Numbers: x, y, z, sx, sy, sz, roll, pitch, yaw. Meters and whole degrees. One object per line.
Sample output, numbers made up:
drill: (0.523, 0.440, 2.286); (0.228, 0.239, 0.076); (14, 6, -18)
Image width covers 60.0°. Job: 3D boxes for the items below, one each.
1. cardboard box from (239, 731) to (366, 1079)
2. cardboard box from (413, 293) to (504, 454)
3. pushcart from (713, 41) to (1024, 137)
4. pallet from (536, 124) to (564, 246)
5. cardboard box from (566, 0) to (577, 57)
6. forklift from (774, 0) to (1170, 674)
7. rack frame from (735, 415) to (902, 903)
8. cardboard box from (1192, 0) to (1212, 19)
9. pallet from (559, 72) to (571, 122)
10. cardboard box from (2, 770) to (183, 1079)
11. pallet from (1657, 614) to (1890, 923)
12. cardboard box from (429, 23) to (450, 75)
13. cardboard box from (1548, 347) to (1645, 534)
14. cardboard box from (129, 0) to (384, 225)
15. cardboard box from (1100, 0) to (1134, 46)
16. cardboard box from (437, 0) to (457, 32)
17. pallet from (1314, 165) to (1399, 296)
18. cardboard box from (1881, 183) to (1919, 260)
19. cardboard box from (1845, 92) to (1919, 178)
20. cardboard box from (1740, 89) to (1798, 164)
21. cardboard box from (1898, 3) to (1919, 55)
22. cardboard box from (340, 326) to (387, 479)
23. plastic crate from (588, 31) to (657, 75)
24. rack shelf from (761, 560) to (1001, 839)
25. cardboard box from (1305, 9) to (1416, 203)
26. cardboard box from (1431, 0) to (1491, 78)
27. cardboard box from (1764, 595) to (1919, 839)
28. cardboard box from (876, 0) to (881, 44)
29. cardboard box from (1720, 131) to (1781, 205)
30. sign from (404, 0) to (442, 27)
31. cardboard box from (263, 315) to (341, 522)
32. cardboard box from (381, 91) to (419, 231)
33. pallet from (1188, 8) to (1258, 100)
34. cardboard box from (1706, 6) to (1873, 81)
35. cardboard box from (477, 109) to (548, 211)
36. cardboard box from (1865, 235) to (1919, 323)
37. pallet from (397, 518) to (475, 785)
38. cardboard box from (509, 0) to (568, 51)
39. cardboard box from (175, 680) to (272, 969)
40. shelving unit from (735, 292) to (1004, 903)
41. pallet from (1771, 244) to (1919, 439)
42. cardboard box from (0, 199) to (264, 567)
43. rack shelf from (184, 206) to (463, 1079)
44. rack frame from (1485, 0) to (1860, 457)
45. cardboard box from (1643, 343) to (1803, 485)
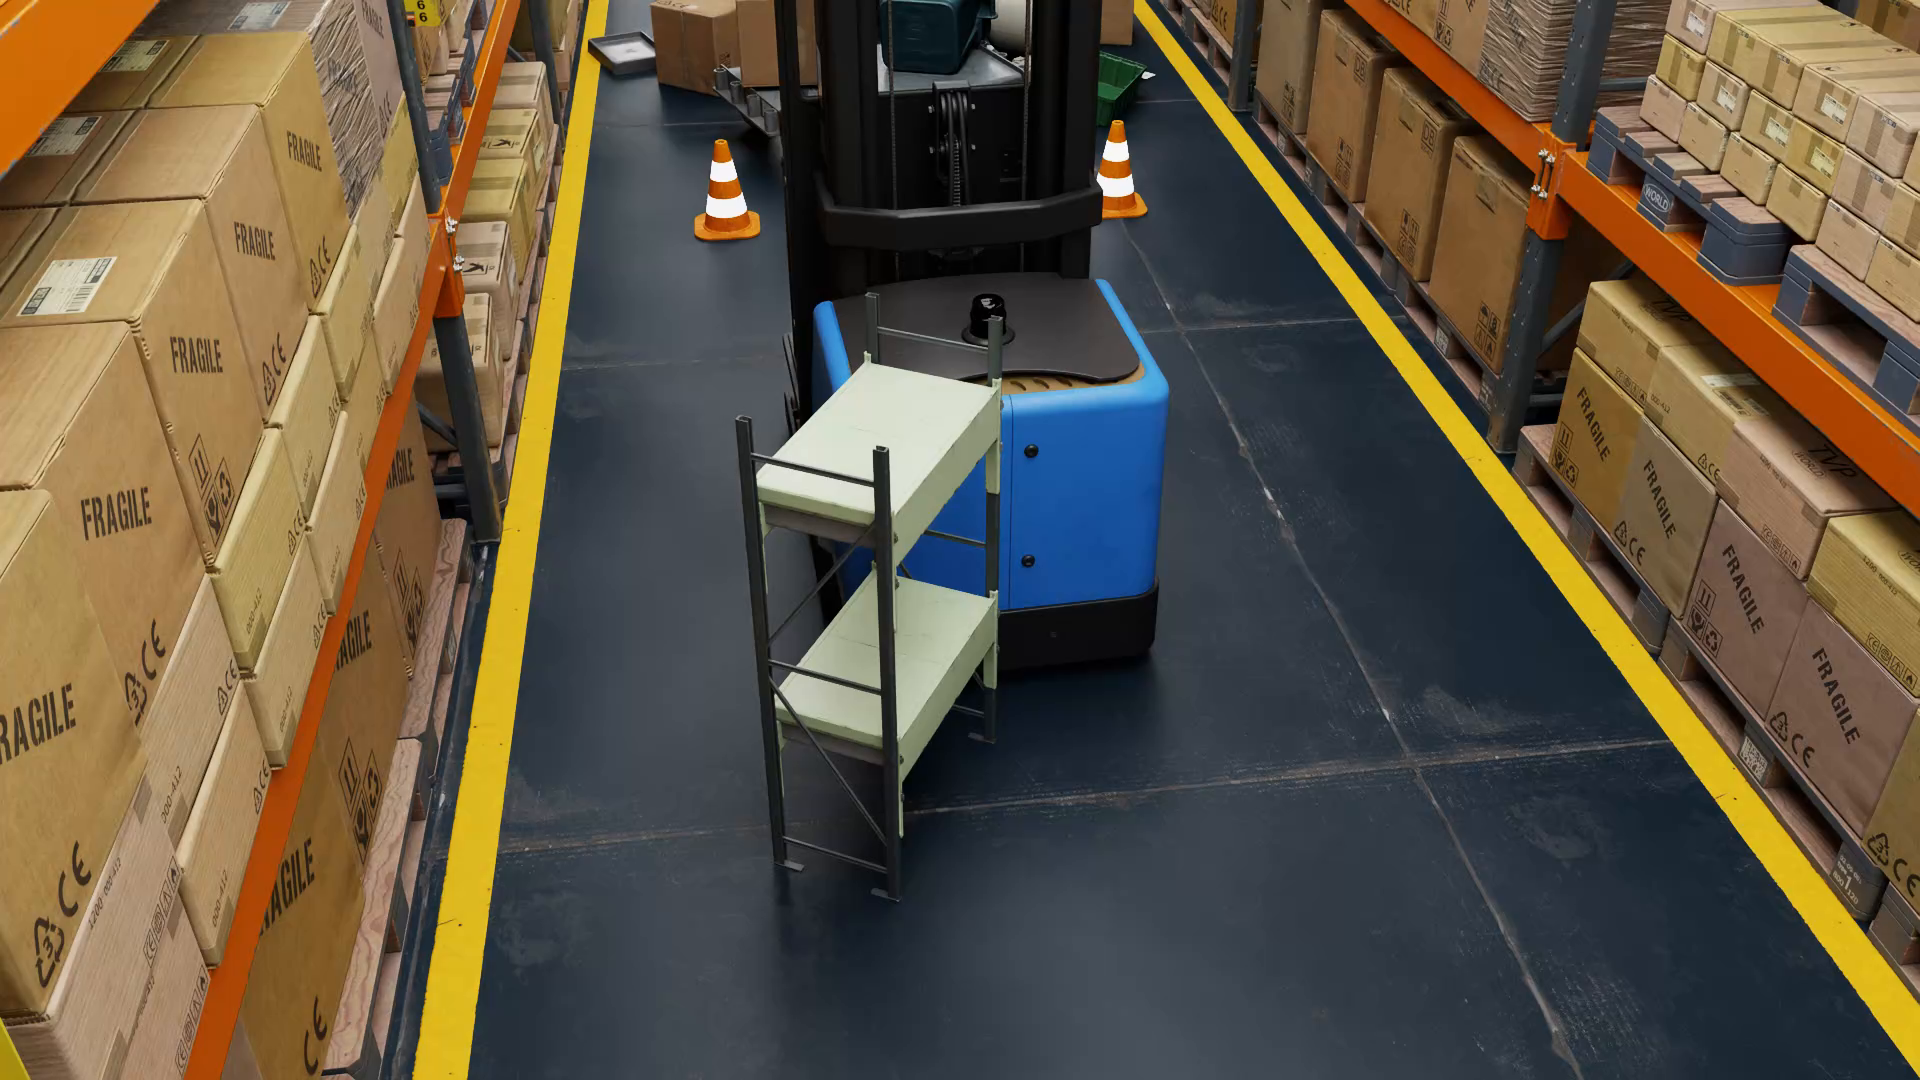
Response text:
cardboard box: (-1.978, 0.873, 3.819); (0.875, 0.875, 0.875); (-3, 34, -5)
cardboard box: (-2.290, -0.624, 6.462); (0.950, 0.372, 0.625); (-7, 35, -10)
pushcart: (-0.510, -2.569, 9.685); (1.648, 0.377, 0.936); (-16, 38, -23)
pallet: (-2.656, -1.866, 8.800); (1.003, 0.211, 1.213); (-4, 35, -6)
cardboard box: (-2.657, -3.136, 10.257); (0.500, 0.250, 0.500); (-3, 34, -4)
forklift: (-0.114, -1.560, 5.937); (1.130, 2.935, 3.031); (-6, 35, -9)
rack frame: (-0.354, 0.366, 4.382); (0.400, 1.500, 0.023); (13, 36, 19)
cardboard box: (1.989, -4.038, 11.026); (0.875, 0.875, 0.875); (-4, 34, -6)
pallet: (-2.887, -2.672, 9.984); (1.003, 0.211, 1.213); (-4, 35, -6)
cardboard box: (-1.466, 0.600, 2.395); (0.500, 0.250, 0.500); (-5, 35, -8)
pallet: (2.932, 0.616, 5.158); (1.003, 0.211, 1.213); (-4, 35, -6)
cardboard box: (-2.079, -1.802, 6.081); (0.380, 0.149, 0.250); (-7, 35, -9)
cardboard box: (2.510, -0.378, 5.988); (0.500, 0.500, 0.500); (-6, 35, -8)
cardboard box: (-1.818, -1.120, 4.254); (0.500, 0.500, 0.500); (-4, 34, -6)
cardboard box: (0.904, -3.640, 11.146); (0.500, 0.500, 0.500); (1, 34, 2)
cardboard box: (-2.132, -2.117, 5.967); (0.500, 0.500, 0.500); (-3, 34, -4)
pallet: (2.475, -1.624, 8.446); (1.003, 0.211, 1.213); (-4, 35, -6)
cardboard box: (2.708, -0.841, 4.406); (0.380, 0.149, 0.250); (-5, 35, -7)
cardboard box: (2.678, -1.109, 4.535); (0.380, 0.149, 0.250); (-3, 34, -4)
cardboard box: (2.611, -1.259, 5.020); (0.380, 0.149, 0.250); (-5, 35, -8)
cardboard box: (3.219, -1.588, 5.238); (0.380, 0.149, 0.250); (-5, 35, -7)
cardboard box: (-1.763, -0.330, 4.203); (0.500, 0.250, 0.500); (-5, 35, -7)
plastic crate: (-2.161, -3.184, 10.851); (0.402, 0.080, 0.583); (-16, 38, -23)
rack shelf: (-0.214, 0.445, 4.845); (0.431, 0.370, 0.720); (13, 36, 19)
cardboard box: (2.428, -2.249, 8.512); (1.050, 0.750, 0.750); (-4, 35, -6)
cardboard box: (2.275, -2.202, 6.729); (0.500, 0.500, 0.500); (-4, 35, -6)
cardboard box: (2.723, 0.473, 4.739); (0.500, 0.500, 0.500); (-5, 35, -7)
cardboard box: (-0.421, -3.399, 10.671); (0.797, 0.637, 0.503); (-4, 35, -6)
cardboard box: (2.600, -1.156, 5.133); (0.380, 0.149, 0.250); (-3, 34, -4)
sign: (-1.675, -1.743, 5.115); (0.100, 0.325, 0.005); (-4, 35, -6)
cardboard box: (-1.675, -0.254, 3.648); (0.500, 0.250, 0.500); (-5, 35, -8)
cardboard box: (-1.907, -1.114, 4.910); (0.500, 0.250, 0.500); (-4, 35, -7)
pallet: (2.105, -3.162, 10.702); (1.003, 0.211, 1.213); (-4, 35, -6)
cardboard box: (2.576, -1.545, 5.175); (0.380, 0.149, 0.250); (-5, 35, -8)
cardboard box: (-2.589, -1.847, 8.257); (0.950, 0.372, 0.625); (-2, 34, -3)
cardboard box: (2.708, -0.717, 4.488); (0.380, 0.149, 0.250); (-4, 34, -6)
pallet: (-2.193, 0.378, 5.508); (1.003, 0.211, 1.213); (-4, 35, -6)
cardboard box: (-2.574, -3.149, 9.610); (0.500, 0.500, 0.500); (-3, 34, -4)
cardboard box: (-1.555, 0.520, 2.957); (0.500, 0.250, 0.500); (-5, 35, -8)
shelving unit: (-0.214, 0.175, 4.661); (0.431, 1.500, 0.755); (13, 36, 19)
pallet: (2.974, -0.471, 4.447); (1.003, 0.211, 1.213); (-4, 35, -6)
cardboard box: (-1.621, -0.272, 3.009); (0.500, 0.500, 0.500); (-5, 35, -8)
rack shelf: (-1.955, 0.193, 3.942); (1.077, 0.370, 4.000); (-4, 35, -6)
rack frame: (2.667, -1.652, 6.010); (1.000, 3.000, 0.127); (-4, 35, -6)
cardboard box: (2.588, -0.416, 5.378); (0.500, 0.250, 0.500); (-5, 35, -7)
